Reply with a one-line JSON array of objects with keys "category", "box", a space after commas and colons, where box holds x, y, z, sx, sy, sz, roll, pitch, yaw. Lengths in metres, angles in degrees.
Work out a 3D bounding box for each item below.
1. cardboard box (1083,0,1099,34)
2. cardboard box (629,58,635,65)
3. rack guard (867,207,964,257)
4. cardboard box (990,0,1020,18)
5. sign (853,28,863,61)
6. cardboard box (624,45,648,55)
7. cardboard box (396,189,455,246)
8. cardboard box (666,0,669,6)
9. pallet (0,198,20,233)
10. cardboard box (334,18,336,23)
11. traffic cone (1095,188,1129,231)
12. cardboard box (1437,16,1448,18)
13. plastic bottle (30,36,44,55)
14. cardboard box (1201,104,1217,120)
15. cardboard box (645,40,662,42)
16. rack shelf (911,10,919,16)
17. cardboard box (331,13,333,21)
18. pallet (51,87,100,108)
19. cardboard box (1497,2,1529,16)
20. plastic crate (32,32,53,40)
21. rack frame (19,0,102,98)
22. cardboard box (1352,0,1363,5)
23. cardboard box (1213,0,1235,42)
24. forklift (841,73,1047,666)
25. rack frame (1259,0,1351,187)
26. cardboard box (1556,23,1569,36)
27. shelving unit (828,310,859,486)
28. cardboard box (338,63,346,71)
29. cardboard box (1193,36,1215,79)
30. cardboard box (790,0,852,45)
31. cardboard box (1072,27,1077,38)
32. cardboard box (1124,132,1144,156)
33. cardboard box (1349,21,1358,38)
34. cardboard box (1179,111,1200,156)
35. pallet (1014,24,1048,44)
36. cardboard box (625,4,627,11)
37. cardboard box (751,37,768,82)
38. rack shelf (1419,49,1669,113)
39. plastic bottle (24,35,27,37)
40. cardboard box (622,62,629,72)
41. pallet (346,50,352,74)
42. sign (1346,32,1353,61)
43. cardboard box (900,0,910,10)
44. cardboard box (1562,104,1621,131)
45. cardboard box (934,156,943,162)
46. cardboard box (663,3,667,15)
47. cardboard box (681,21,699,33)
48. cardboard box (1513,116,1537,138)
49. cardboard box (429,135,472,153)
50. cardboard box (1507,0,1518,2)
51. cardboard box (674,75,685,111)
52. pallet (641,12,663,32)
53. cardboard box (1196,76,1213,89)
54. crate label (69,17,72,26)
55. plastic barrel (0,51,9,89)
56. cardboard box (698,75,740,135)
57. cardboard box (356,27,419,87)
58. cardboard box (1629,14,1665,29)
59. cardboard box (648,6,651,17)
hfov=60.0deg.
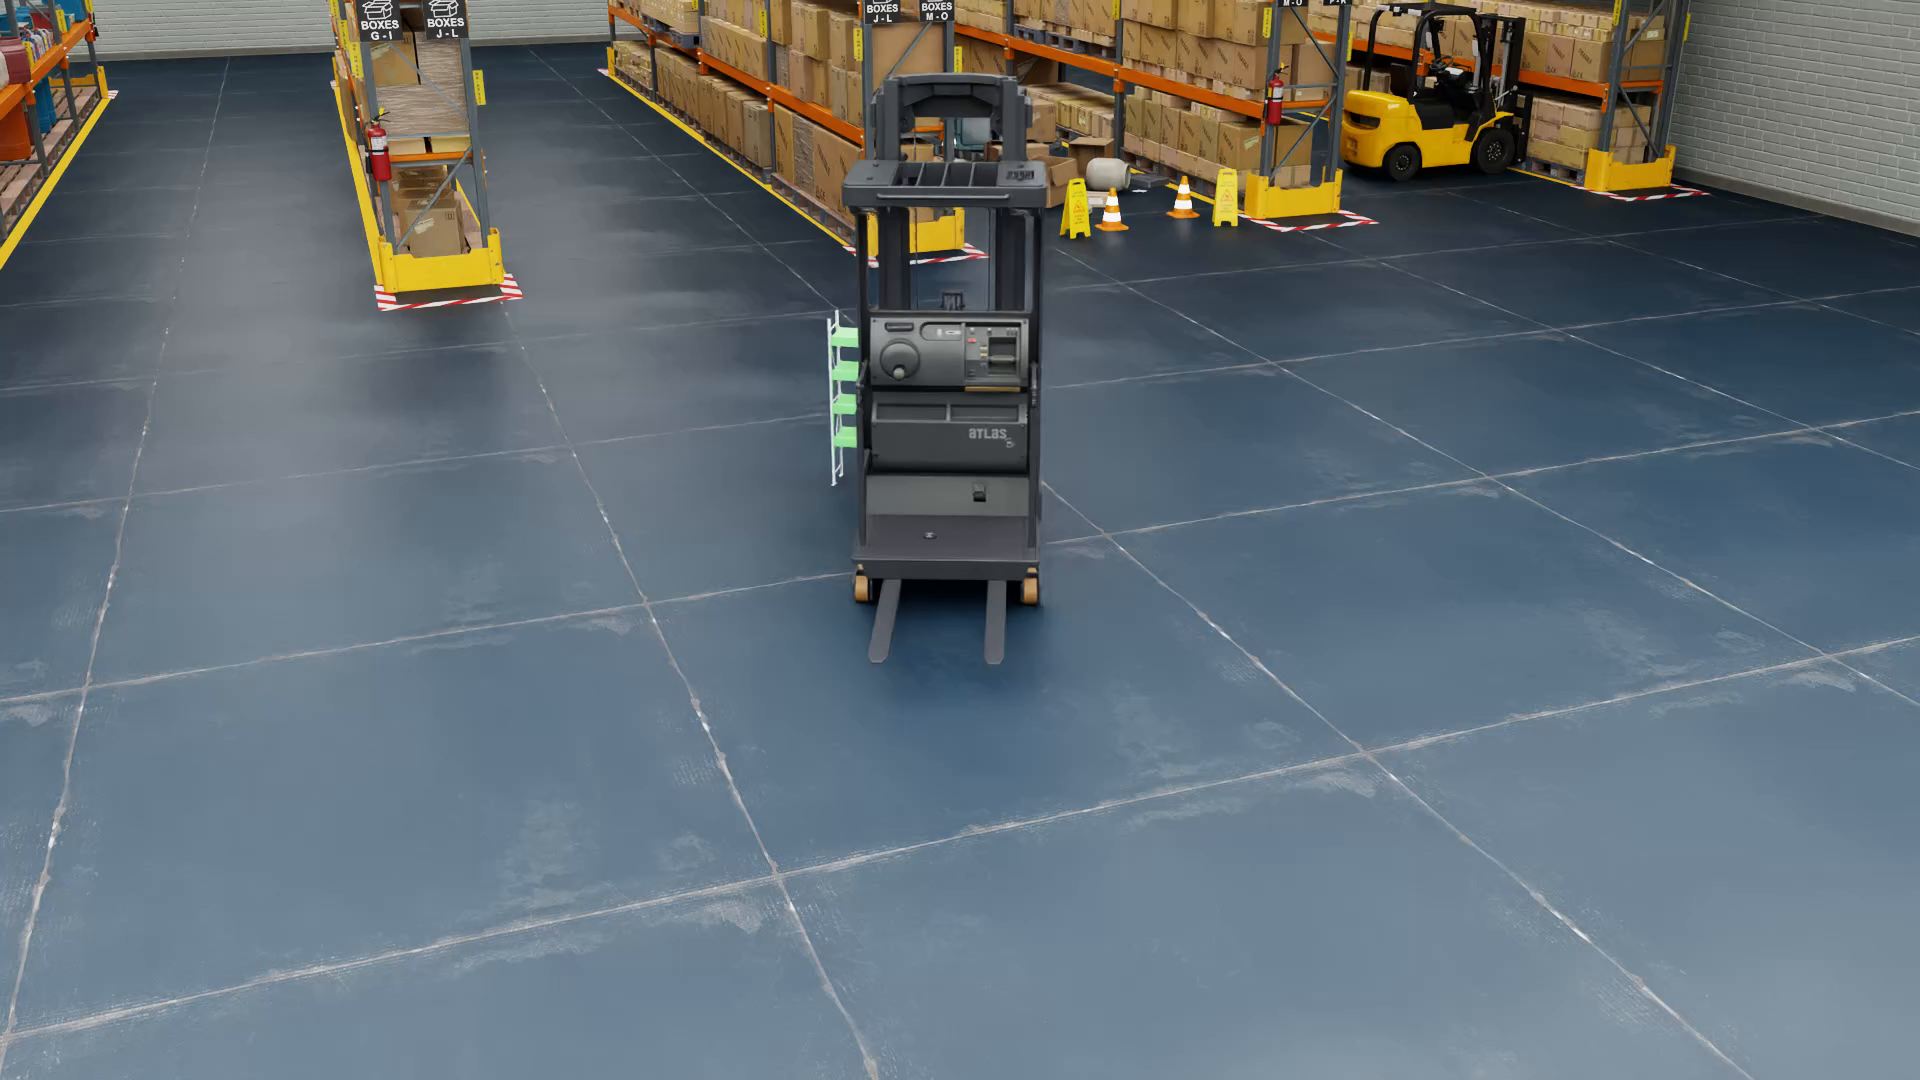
[{"category": "cardboard box", "box": [2.080, -7.465, 23.547, 0.500, 0.500, 0.500, -8, 24, -19]}, {"category": "cardboard box", "box": [-5.871, -8.832, 30.590, 0.380, 0.149, 0.250, -10, 25, -22]}, {"category": "rack guard", "box": [-0.540, -3.442, 18.273, 1.175, 0.500, 0.348, -8, 24, -19]}, {"category": "cardboard box", "box": [0.812, -8.528, 26.670, 0.500, 0.250, 0.500, -8, 24, -19]}, {"category": "sign", "box": [-1.061, -5.176, 17.373, 0.100, 0.325, 0.005, -8, 24, -19]}, {"category": "cardboard box", "box": [-5.989, -9.062, 30.752, 0.380, 0.149, 0.250, -10, 25, -22]}, {"category": "cardboard box", "box": [-5.672, -3.442, 17.733, 0.500, 0.500, 0.500, -2, 23, -5]}, {"category": "cardboard box", "box": [-4.333, -8.348, 25.712, 0.380, 0.149, 0.250, -8, 24, -19]}, {"category": "pallet", "box": [-11.584, -3.728, 19.323, 1.003, 0.211, 1.213, -8, 24, -19]}, {"category": "cardboard box", "box": [-9.865, -8.511, 26.892, 0.500, 0.250, 0.500, -9, 24, -20]}, {"category": "traffic cone", "box": [1.770, -3.853, 19.296, 0.336, 0.463, 0.334, -8, 24, -19]}, {"category": "cardboard box", "box": [7.143, -7.647, 24.068, 0.380, 0.149, 0.250, -9, 24, -20]}, {"category": "plastic bottle", "box": [-13.300, -7.119, 23.937, 0.152, 0.276, 0.135, -8, 24, -19]}, {"category": "cardboard box", "box": [3.242, -5.361, 20.806, 0.380, 0.149, 0.250, -8, 24, -18]}, {"category": "cardboard box", "box": [-5.776, -9.413, 31.584, 0.380, 0.149, 0.250, -8, 24, -18]}, {"category": "rack shelf", "box": [-0.899, -10.074, 31.716, 1.077, 0.370, 4.000, -8, 24, -19]}, {"category": "cardboard box", "box": [-10.515, -8.924, 28.384, 0.380, 0.149, 0.250, -9, 24, -20]}, {"category": "pallet", "box": [-15.255, -7.503, 28.280, 1.003, 0.211, 1.213, -8, 24, -19]}, {"category": "cardboard box", "box": [7.641, -7.323, 22.915, 0.380, 0.149, 0.250, -8, 24, -19]}, {"category": "plastic crate", "box": [-14.128, -7.734, 25.501, 0.396, 0.136, 0.243, -8, 24, -19]}, {"category": "rack frame", "box": [-15.510, -9.093, 28.462, 1.000, 3.000, 0.127, -8, 24, -19]}, {"category": "cardboard box", "box": [6.303, -8.439, 25.946, 0.380, 0.149, 0.250, -9, 24, -20]}, {"category": "cardboard box", "box": [3.491, -6.303, 20.043, 0.700, 0.500, 0.500, -8, 24, -18]}, {"category": "forklift", "box": [-0.068, -1.091, 9.565, 1.130, 2.935, 3.031, 1, 23, 2]}, {"category": "rack frame", "box": [4.047, -5.319, 19.507, 1.000, 3.000, 0.127, -8, 24, -19]}, {"category": "cardboard box", "box": [8.075, -6.717, 21.860, 0.380, 0.149, 0.250, -9, 24, -19]}, {"category": "shelving unit", "box": [-0.622, -0.960, 11.483, 0.503, 1.200, 0.258, 4, 23, 9]}, {"category": "cardboard box", "box": [-8.582, -6.659, 24.881, 1.225, 0.875, 0.875, -8, 24, -19]}, {"category": "cardboard box", "box": [3.251, -6.026, 20.673, 0.500, 0.500, 0.500, -8, 24, -19]}, {"category": "cardboard box", "box": [-1.560, -6.300, 20.252, 0.875, 0.550, 0.550, -8, 24, -19]}, {"category": "cardboard box", "box": [1.847, -7.371, 24.160, 0.380, 0.149, 0.250, -8, 24, -19]}, {"category": "cardboard box", "box": [2.590, -5.447, 22.811, 0.500, 0.250, 0.500, -10, 25, -21]}, {"category": "cardboard box", "box": [6.335, -8.086, 26.265, 0.500, 0.250, 0.500, -8, 24, -17]}, {"category": "cardboard box", "box": [3.161, -5.219, 21.305, 0.500, 0.500, 0.500, -9, 24, -20]}, {"category": "pallet", "box": [1.572, -7.893, 25.861, 1.213, 0.211, 1.003, -8, 24, -19]}, {"category": "cardboard box", "box": [-5.866, -9.675, 30.166, 0.380, 0.149, 0.250, -9, 24, -20]}, {"category": "cardboard box", "box": [-2.396, -6.255, 21.600, 0.500, 0.500, 0.500, -8, 24, -19]}, {"category": "rack shelf", "box": [7.983, -6.396, 22.990, 1.077, 0.370, 4.000, -8, 24, -19]}, {"category": "plastic bottle", "box": [-13.458, -7.141, 23.997, 0.097, 0.271, 0.097, 0, 23, 0]}, {"category": "cardboard box", "box": [-6.064, -8.781, 30.851, 0.380, 0.149, 0.250, -8, 24, -18]}, {"category": "pallet", "box": [-7.699, -6.533, 22.635, 1.213, 0.211, 1.003, -8, 24, -19]}, {"category": "sign", "box": [4.555, -5.792, 19.515, 0.100, 0.325, 0.005, -8, 24, -19]}, {"category": "cardboard box", "box": [-0.782, -10.044, 30.591, 0.500, 0.500, 0.500, -9, 24, -20]}, {"category": "cardboard box", "box": [8.235, -5.513, 21.680, 0.500, 0.250, 0.500, -8, 24, -17]}, {"category": "cardboard box", "box": [-0.453, -4.482, 20.737, 0.500, 0.500, 0.500, -4, 23, -10]}, {"category": "cardboard box", "box": [-4.432, -8.310, 26.003, 0.380, 0.149, 0.250, -8, 24, -18]}, {"category": "cardboard box", "box": [-3.979, -7.703, 24.948, 0.380, 0.149, 0.250, -8, 24, -18]}, {"category": "cardboard box", "box": [7.856, -5.660, 22.673, 0.500, 0.250, 0.500, -9, 24, -20]}, {"category": "cardboard box", "box": [-5.102, -3.979, 16.653, 0.380, 0.149, 0.250, -8, 24, -19]}, {"category": "cardboard box", "box": [7.975, -7.588, 23.545, 0.380, 0.149, 0.250, -9, 24, -20]}, {"category": "cardboard box", "box": [-4.233, -7.133, 26.490, 0.500, 0.500, 0.500, -9, 25, -21]}, {"category": "pallet", "box": [-4.653, -8.577, 27.484, 1.003, 0.211, 1.213, -8, 24, -19]}, {"category": "cardboard box", "box": [3.197, -5.764, 20.888, 0.380, 0.149, 0.250, -9, 24, -20]}, {"category": "crate label", "box": [-14.842, -8.522, 27.370, 0.396, 0.136, 0.243, -8, 24, -19]}, {"category": "plastic barrel", "box": [-12.121, -5.893, 20.726, 0.421, 0.512, 0.421, 0, 23, 0]}, {"category": "cardboard box", "box": [-3.243, -6.433, 24.506, 1.050, 0.750, 0.750, -9, 24, -20]}, {"category": "cardboard box", "box": [-5.649, -4.769, 16.403, 0.500, 0.500, 0.500, -8, 24, -19]}, {"category": "cardboard box", "box": [8.771, -6.634, 21.282, 0.380, 0.149, 0.250, -9, 24, -20]}, {"category": "cardboard box", "box": [-4.890, -8.643, 27.177, 0.380, 0.149, 0.250, -8, 24, -19]}]
